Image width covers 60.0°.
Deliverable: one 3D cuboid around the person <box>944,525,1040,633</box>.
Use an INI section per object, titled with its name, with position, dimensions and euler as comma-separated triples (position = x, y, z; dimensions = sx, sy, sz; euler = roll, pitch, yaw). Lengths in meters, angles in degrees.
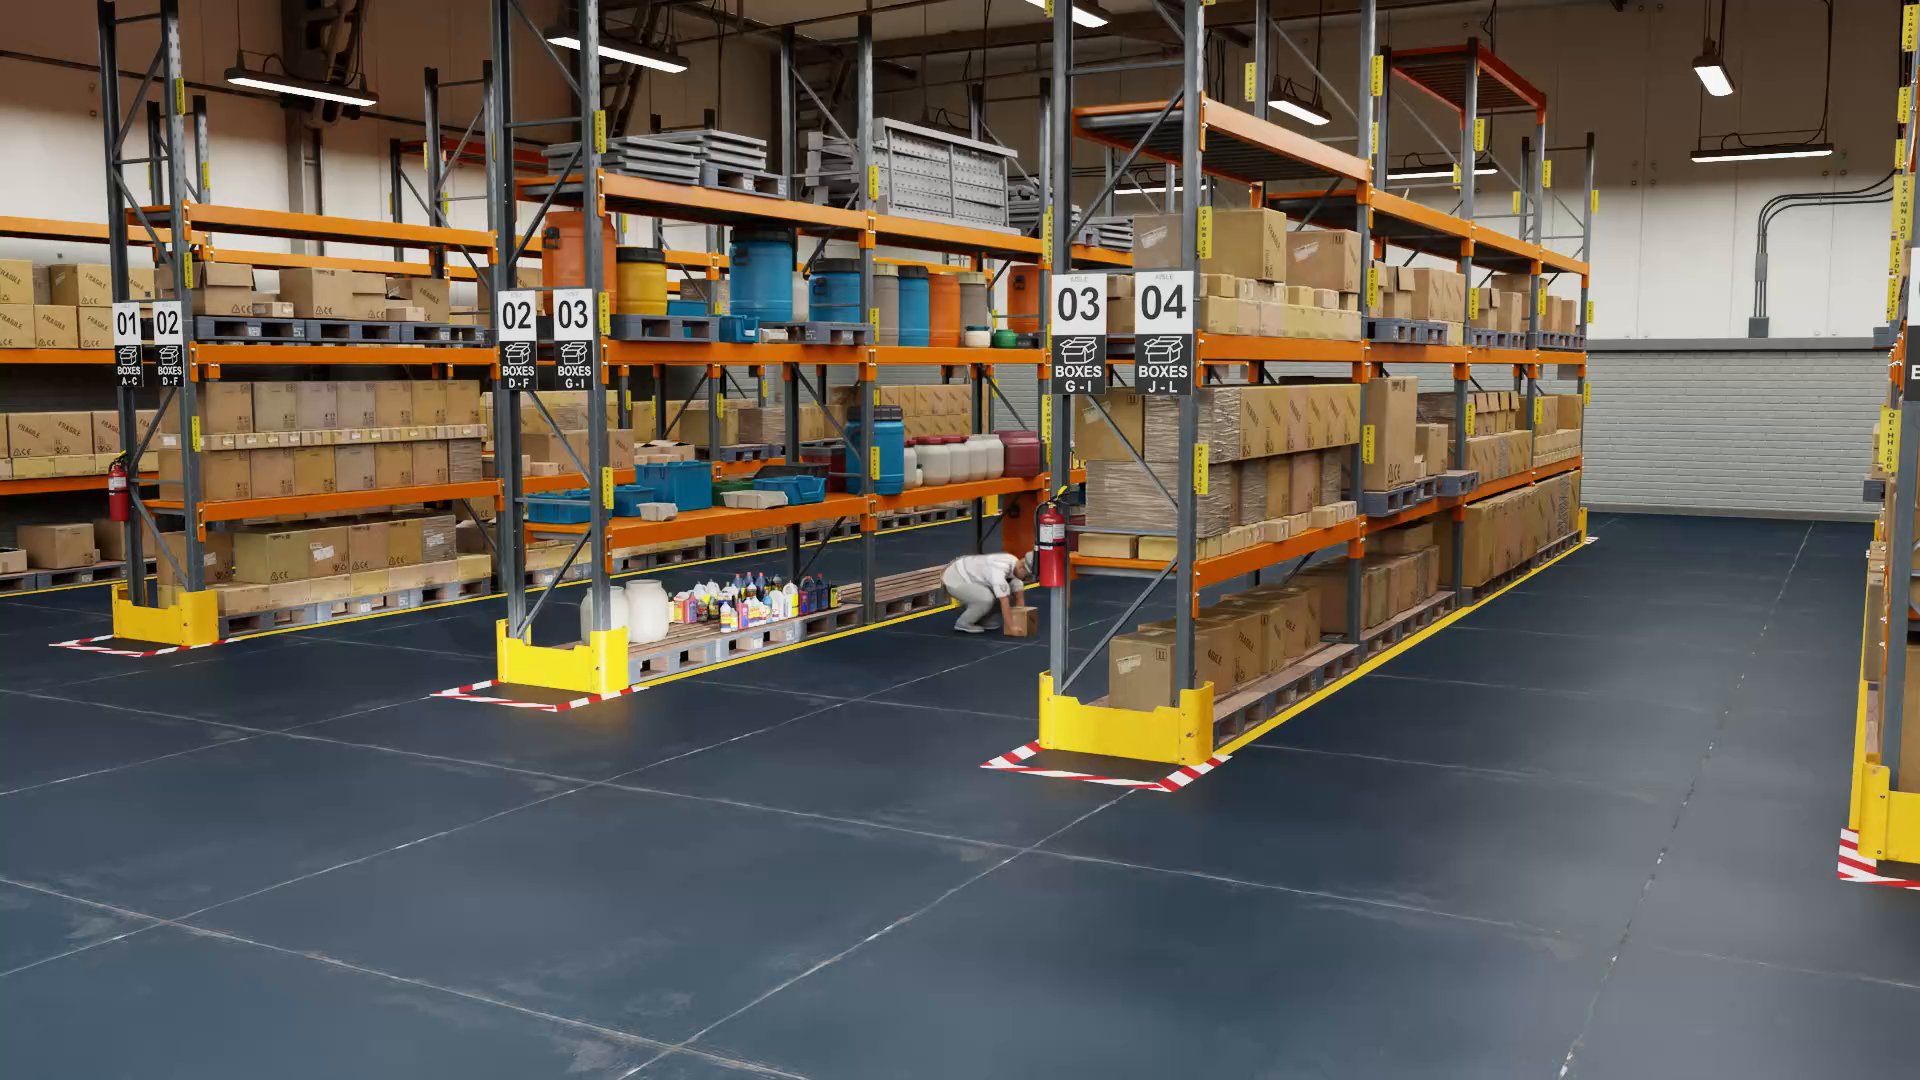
[person]
position = 0.352, 0.383, 16.335
dimensions = 1.036, 1.046, 0.523
euler = 3, 7, 26
